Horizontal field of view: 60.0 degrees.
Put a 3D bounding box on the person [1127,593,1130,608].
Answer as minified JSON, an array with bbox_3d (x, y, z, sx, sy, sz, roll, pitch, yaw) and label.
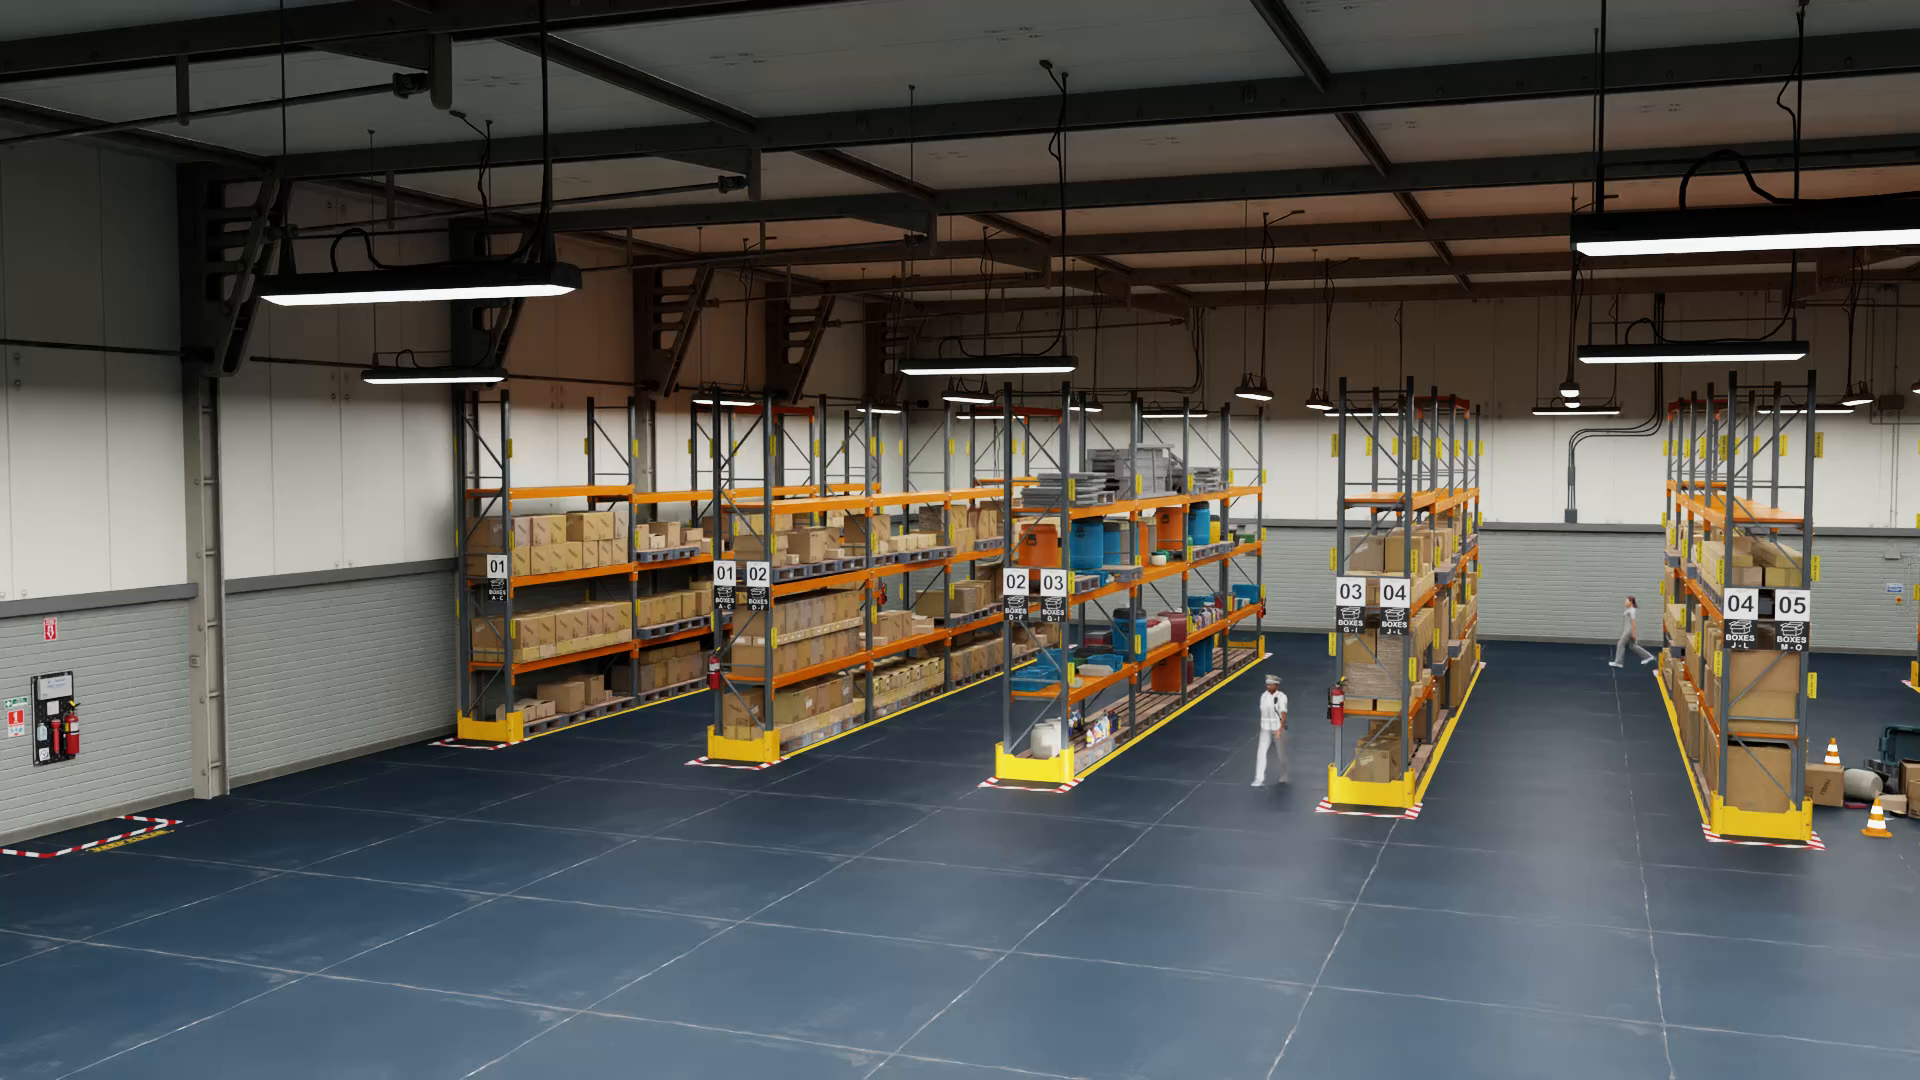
[{"bbox_3d":[4.302,1.843,41.278,0.789,1.759,0.573,1,3,16],"label":"person"}]

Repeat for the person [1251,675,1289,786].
[{"bbox_3d":[4.611,2.808,24.602,0.462,1.633,0.956,2,4,33],"label":"person"}]

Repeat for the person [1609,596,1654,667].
[{"bbox_3d":[15.324,2.091,37.904,0.963,1.632,0.435,1,3,22],"label":"person"}]
